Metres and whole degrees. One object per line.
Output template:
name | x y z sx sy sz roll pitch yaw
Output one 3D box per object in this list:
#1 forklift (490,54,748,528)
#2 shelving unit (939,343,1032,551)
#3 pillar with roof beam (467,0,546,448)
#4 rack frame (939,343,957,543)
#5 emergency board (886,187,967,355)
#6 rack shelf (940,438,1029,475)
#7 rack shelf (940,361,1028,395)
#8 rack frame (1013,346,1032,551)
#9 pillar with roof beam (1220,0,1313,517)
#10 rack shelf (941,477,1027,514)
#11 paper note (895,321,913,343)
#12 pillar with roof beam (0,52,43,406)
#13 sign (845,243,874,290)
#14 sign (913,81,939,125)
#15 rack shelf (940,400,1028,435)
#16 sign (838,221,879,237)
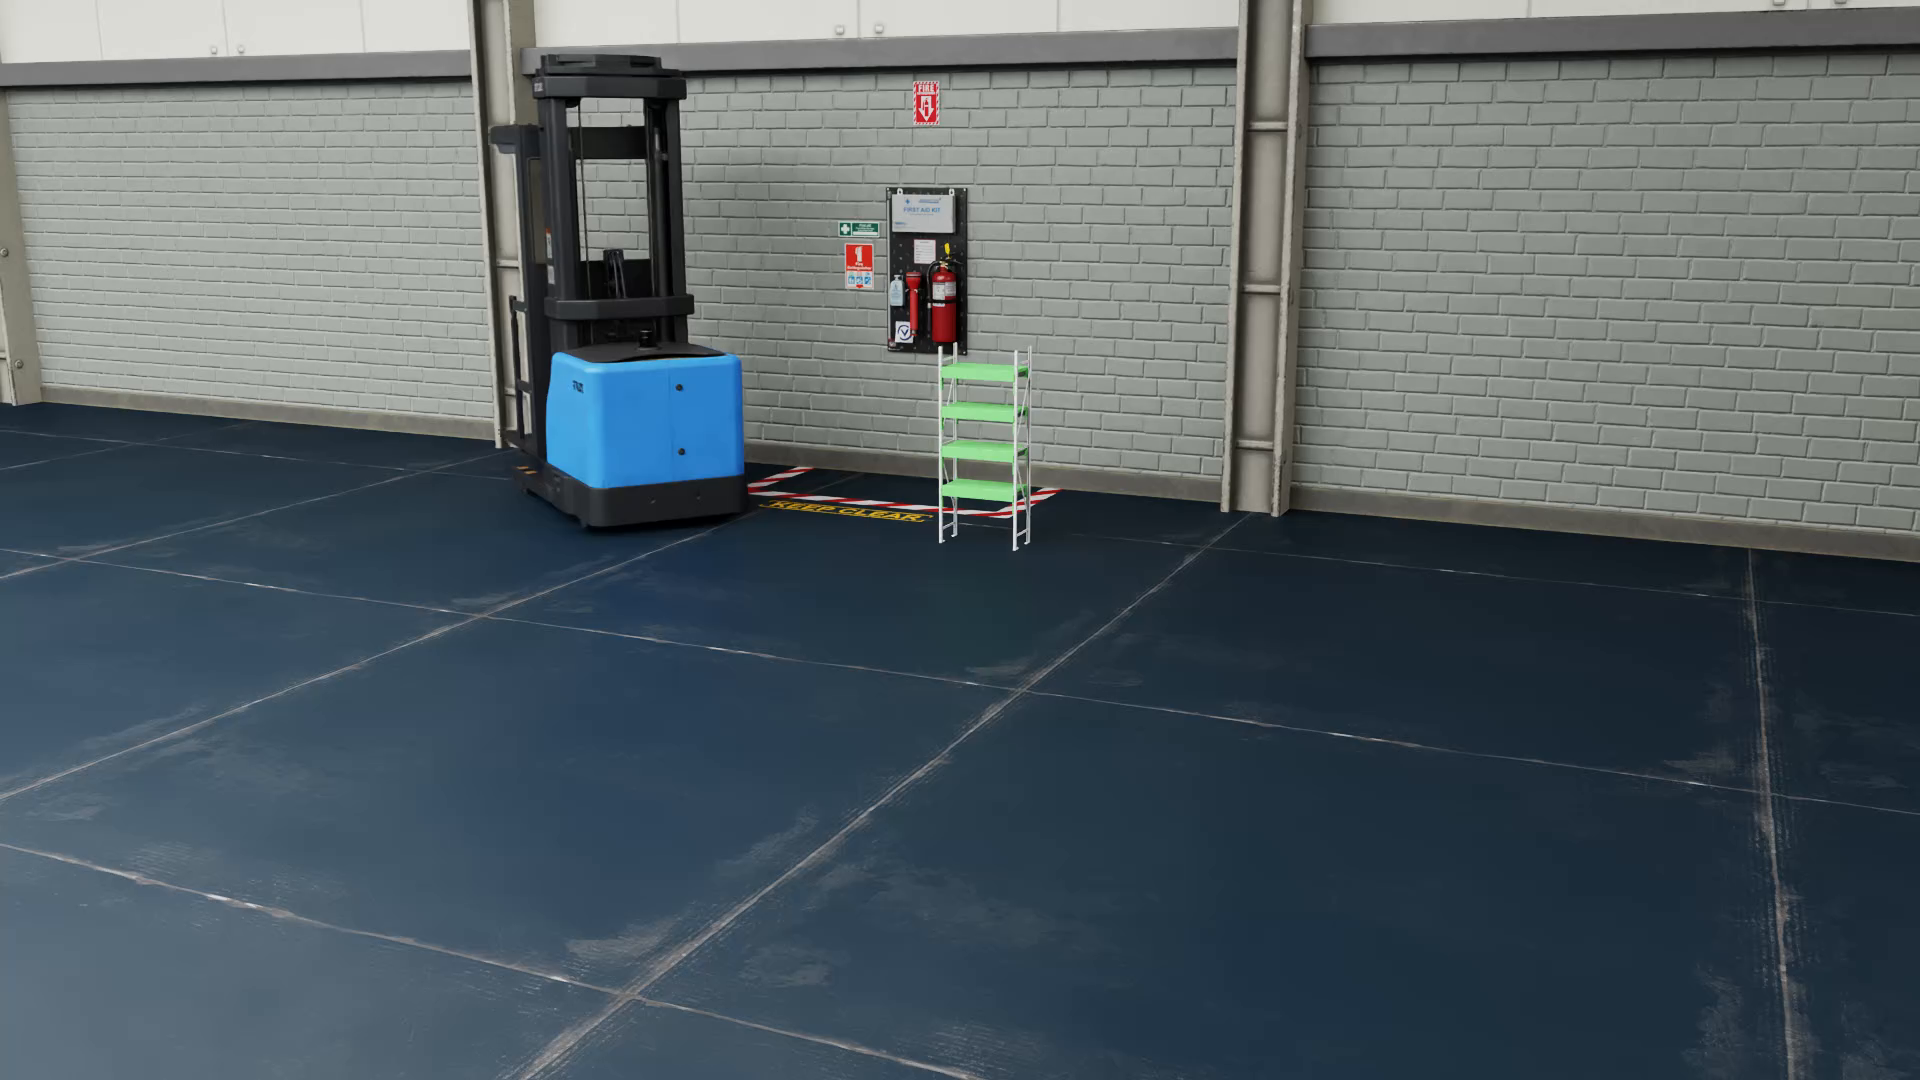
forklift | -2.528 -1.791 11.469 1.130 2.935 3.031 -7 15 -28
shelving unit | 0.151 -0.569 10.052 0.503 1.200 0.258 6 14 23
pillar with roof beam | -5.254 -4.241 8.629 0.400 9.000 9.100 6 14 23
rack frame | -0.072 -0.591 10.149 0.015 1.200 0.240 6 14 23
emergency board | -0.269 -1.901 11.788 0.643 1.169 0.194 6 14 23
rack shelf | 0.151 -0.507 10.067 0.480 0.148 0.258 6 14 23
rack shelf | 0.151 -0.974 9.957 0.480 0.148 0.258 6 14 23
rack frame | 0.374 -0.546 9.956 0.015 1.200 0.240 6 14 23
pillar with roof beam | 0.232 -3.685 6.263 0.400 9.000 9.100 6 14 23
rack shelf | 0.151 -0.273 10.122 0.480 0.148 0.258 6 14 23
paper note | -0.402 -1.503 12.020 0.142 0.148 0.016 6 14 23
pillar with roof beam | -10.740 -4.796 10.995 0.400 9.000 9.100 6 14 23
sign | -0.732 -1.991 12.094 0.234 0.329 0.001 6 14 23
sign | -0.236 -3.051 11.615 0.199 0.298 0.001 6 14 23
rack shelf | 0.151 -0.740 10.012 0.480 0.148 0.258 6 14 23
sign | -0.732 -2.246 12.024 0.331 0.109 0.001 6 14 23
